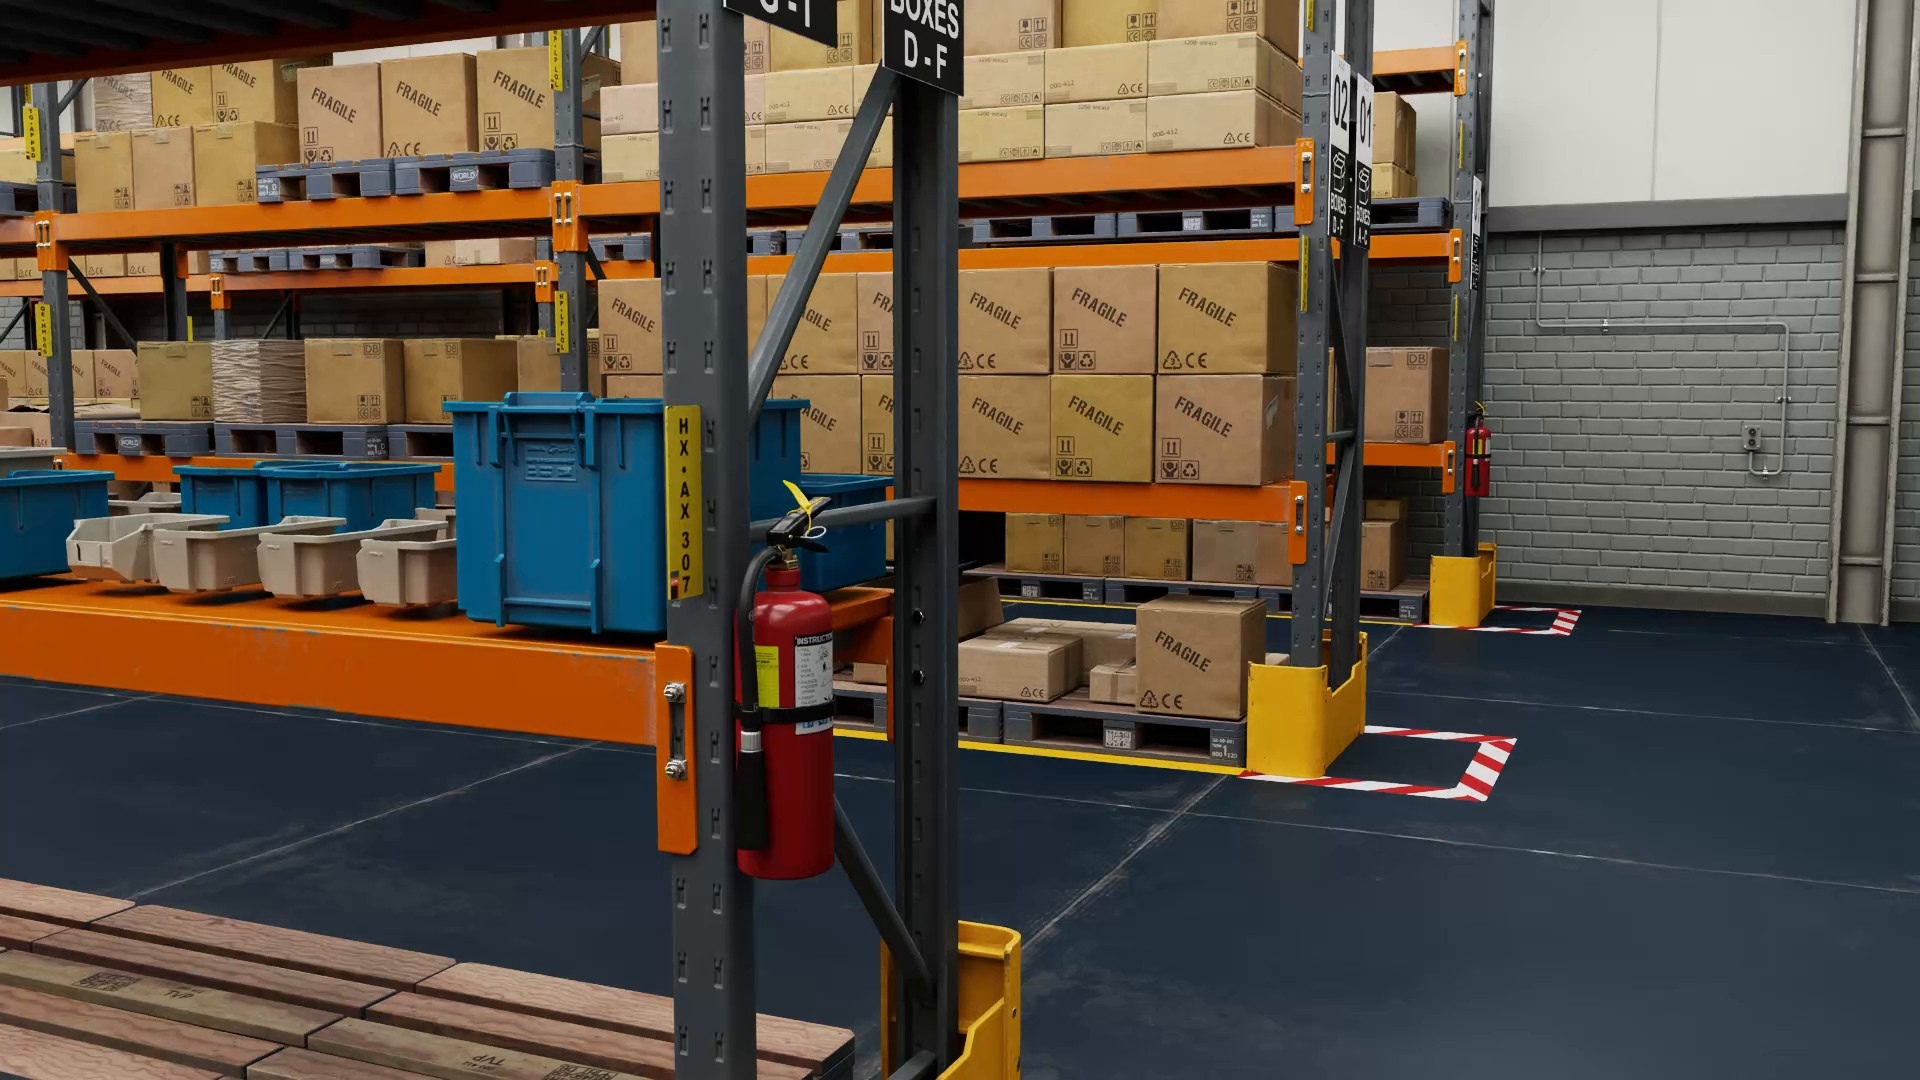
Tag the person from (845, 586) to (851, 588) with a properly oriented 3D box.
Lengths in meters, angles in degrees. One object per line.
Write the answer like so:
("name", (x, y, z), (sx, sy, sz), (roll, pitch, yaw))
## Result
("person", (-0.886, -0.090, 10.719), (0.549, 1.665, 0.426), (2, 6, 21))
